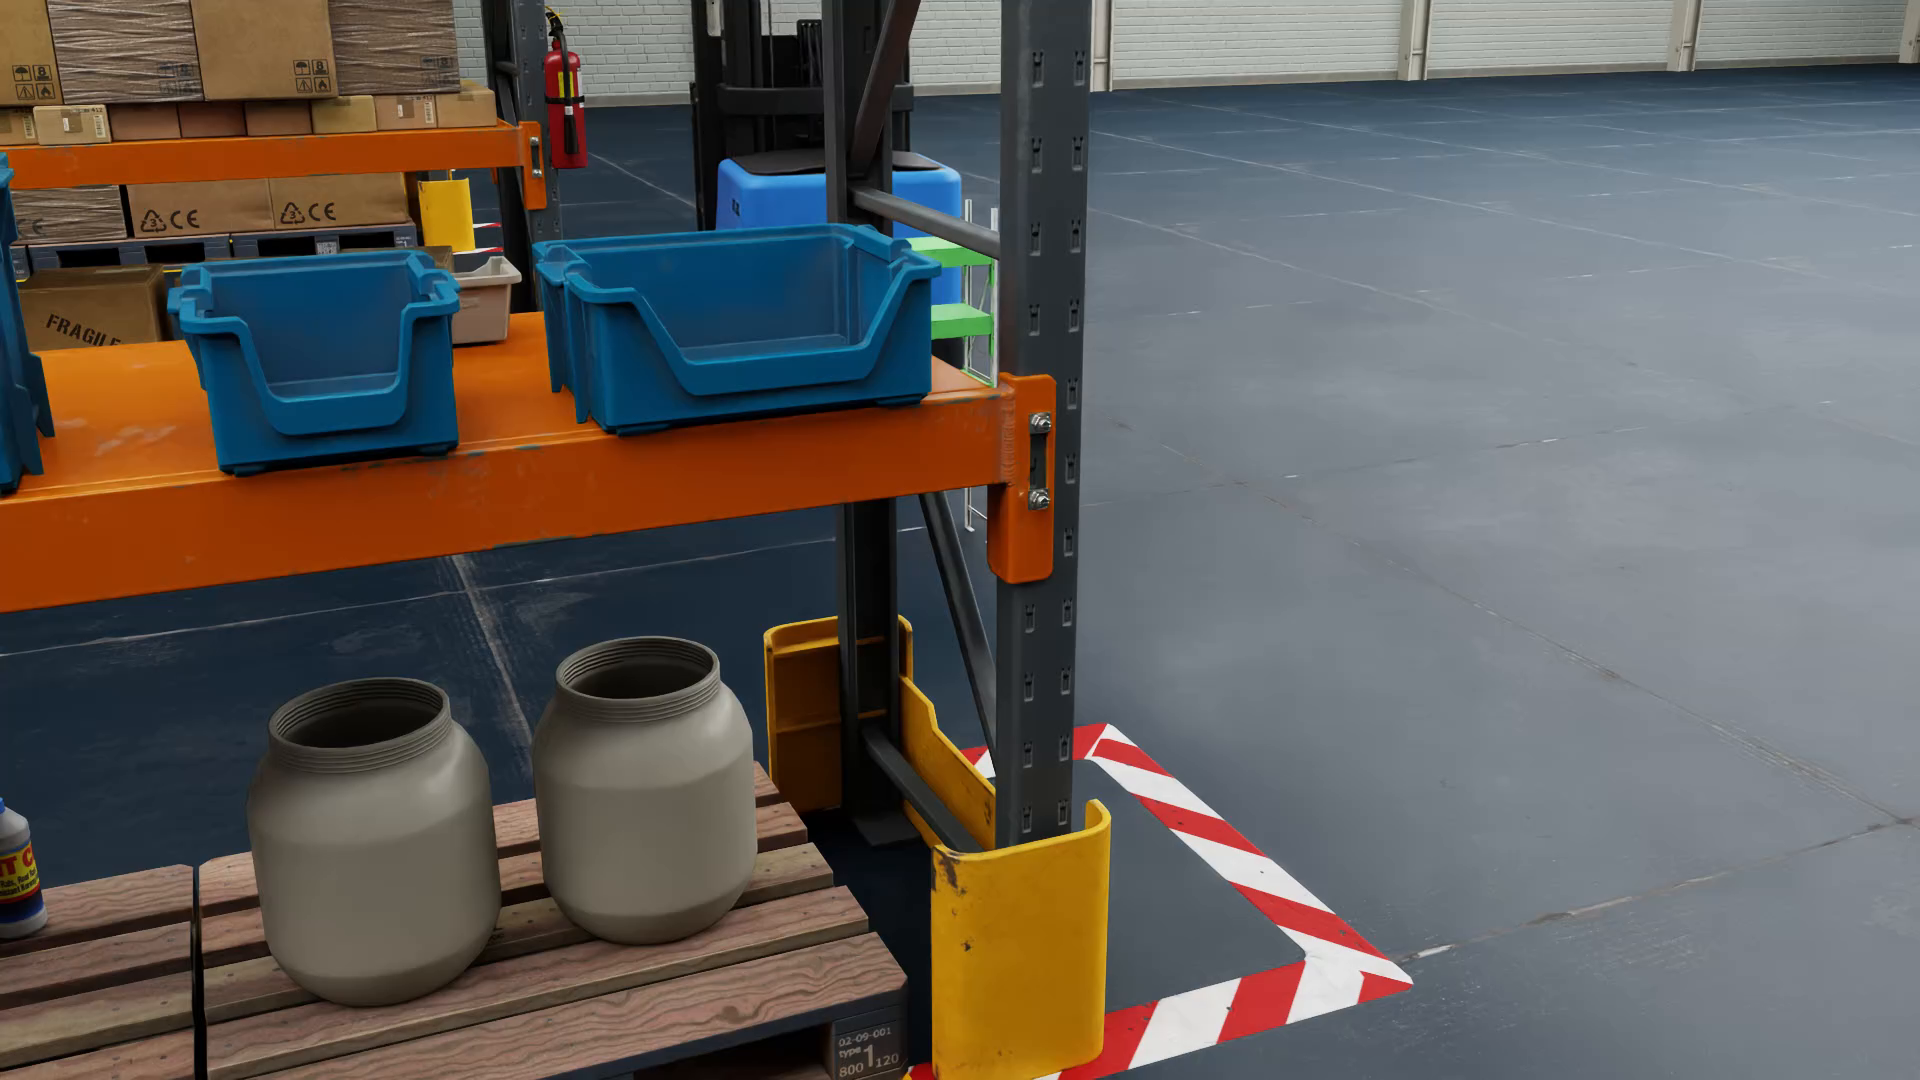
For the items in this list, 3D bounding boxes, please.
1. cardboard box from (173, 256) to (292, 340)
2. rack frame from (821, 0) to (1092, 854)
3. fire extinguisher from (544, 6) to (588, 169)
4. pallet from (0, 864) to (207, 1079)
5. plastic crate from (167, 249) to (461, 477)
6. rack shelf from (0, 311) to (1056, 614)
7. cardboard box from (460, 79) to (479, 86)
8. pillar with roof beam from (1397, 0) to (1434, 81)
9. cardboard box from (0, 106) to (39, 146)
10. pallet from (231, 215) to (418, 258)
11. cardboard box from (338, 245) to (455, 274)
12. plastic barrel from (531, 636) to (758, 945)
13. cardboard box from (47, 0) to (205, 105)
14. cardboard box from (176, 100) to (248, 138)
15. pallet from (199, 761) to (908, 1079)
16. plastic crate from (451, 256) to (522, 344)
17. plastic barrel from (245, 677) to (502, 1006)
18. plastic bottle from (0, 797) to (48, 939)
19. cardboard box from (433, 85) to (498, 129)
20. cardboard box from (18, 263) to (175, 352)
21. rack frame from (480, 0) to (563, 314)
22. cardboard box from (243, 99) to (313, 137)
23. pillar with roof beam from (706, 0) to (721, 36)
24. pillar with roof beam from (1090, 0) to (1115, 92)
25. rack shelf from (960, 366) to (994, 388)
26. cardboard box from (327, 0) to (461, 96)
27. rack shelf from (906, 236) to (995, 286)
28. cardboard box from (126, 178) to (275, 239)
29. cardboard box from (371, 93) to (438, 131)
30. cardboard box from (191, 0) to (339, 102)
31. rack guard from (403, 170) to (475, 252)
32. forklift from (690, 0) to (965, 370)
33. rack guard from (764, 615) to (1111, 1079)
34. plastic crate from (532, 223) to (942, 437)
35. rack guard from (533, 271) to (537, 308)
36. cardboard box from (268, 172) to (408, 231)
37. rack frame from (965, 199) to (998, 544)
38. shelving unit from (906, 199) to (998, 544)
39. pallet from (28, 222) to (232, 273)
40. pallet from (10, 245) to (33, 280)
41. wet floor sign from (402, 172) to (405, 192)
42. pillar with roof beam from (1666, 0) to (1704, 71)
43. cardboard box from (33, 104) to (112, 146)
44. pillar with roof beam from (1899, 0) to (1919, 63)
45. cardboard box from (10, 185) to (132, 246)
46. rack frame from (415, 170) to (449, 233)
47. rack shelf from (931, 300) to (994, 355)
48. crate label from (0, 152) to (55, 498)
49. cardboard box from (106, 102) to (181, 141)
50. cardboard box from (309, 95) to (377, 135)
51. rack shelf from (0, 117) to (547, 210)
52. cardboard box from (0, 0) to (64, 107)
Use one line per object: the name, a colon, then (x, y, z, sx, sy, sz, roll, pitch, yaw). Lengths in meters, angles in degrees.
cardboard box: (-3.116, -0.965, 7.378, 0.500, 0.500, 0.500, -3, 20, -8)
rack frame: (-0.039, -0.602, 3.215, 0.127, 3.000, 1.000, -8, 21, -22)
fire extinguisher: (-1.713, -1.950, 7.161, 0.183, 0.674, 0.296, -8, 21, -22)
pallet: (-1.957, 1.002, 2.858, 1.213, 0.211, 1.003, -8, 21, -22)
plastic crate: (-0.979, -0.291, 2.556, 0.408, 0.251, 0.499, -8, 21, -22)
rack shelf: (-1.876, 0.000, 2.587, 4.000, 0.370, 1.077, -8, 21, -22)
cardboard box: (-2.357, -2.029, 7.646, 0.250, 0.149, 0.380, -8, 21, -22)
pillar with roof beam: (9.341, -10.716, 22.906, 0.400, 9.000, 9.100, -8, 21, -22)
cardboard box: (-3.774, -1.652, 6.577, 0.250, 0.149, 0.380, -8, 21, -22)
pallet: (-4.576, -2.194, 11.935, 1.213, 0.211, 1.003, -8, 21, -22)
cardboard box: (-2.581, -1.054, 7.631, 0.500, 0.500, 0.500, -4, 20, -12)
plastic barrel: (-0.613, 0.483, 3.246, 0.421, 0.512, 0.421, 0, 19, 0)
cardboard box: (-3.405, -2.081, 6.817, 0.500, 0.500, 0.875, -8, 21, -22)
cardboard box: (-3.102, -1.764, 6.893, 0.250, 0.149, 0.380, -8, 21, -22)
pallet: (-0.838, 0.843, 3.310, 1.213, 0.211, 1.003, -8, 21, -22)
plastic crate: (-0.988, -0.458, 3.203, 0.250, 0.136, 0.298, -8, 21, -22)
plastic barrel: (-1.073, 0.549, 3.059, 0.421, 0.512, 0.421, 0, 19, 0)
plastic bottle: (-1.827, 0.621, 3.188, 0.097, 0.271, 0.097, 0, 19, 0)
cardboard box: (-2.181, -1.893, 7.261, 0.250, 0.149, 0.380, -8, 21, -22)
cardboard box: (-3.699, -0.889, 7.161, 0.500, 0.500, 0.500, -6, 20, -17)
rack frame: (-2.001, -2.112, 7.505, 0.127, 3.000, 1.000, -8, 21, -22)
cardboard box: (-2.856, -1.784, 6.950, 0.250, 0.149, 0.380, -8, 21, -22)
pillar with roof beam: (-1.678, -9.137, 18.423, 0.400, 9.000, 9.100, -8, 21, -22)
pillar with roof beam: (3.831, -9.926, 20.664, 0.400, 9.000, 9.100, -8, 21, -22)
rack shelf: (-0.152, -0.484, 5.782, 0.480, 0.148, 0.258, -8, 21, -22)
cardboard box: (-2.517, -2.236, 7.257, 0.500, 0.500, 0.875, -8, 21, -22)
rack shelf: (-0.152, -0.937, 5.623, 0.480, 0.148, 0.258, -8, 21, -22)
cardboard box: (-5.276, -2.608, 11.480, 0.875, 0.875, 0.875, -9, 21, -23)
cardboard box: (-2.411, -1.861, 7.168, 0.250, 0.149, 0.380, -8, 21, -22)
cardboard box: (-2.929, -2.133, 6.966, 0.500, 0.500, 0.875, -8, 21, -22)
rack guard: (-3.851, -2.462, 12.262, 0.348, 0.500, 1.175, -8, 21, -22)
forklift: (-0.861, -2.477, 8.643, 1.130, 2.935, 3.031, -5, 20, -14)
rack guard: (-0.090, 0.601, 3.561, 0.348, 0.500, 1.175, -8, 21, -22)
plastic crate: (-0.380, -0.375, 2.794, 0.616, 0.251, 0.499, -8, 21, -22)
rack guard: (-2.071, -0.923, 7.892, 0.348, 0.500, 1.175, -8, 21, -22)
cardboard box: (-4.469, -2.725, 11.811, 0.875, 0.875, 0.875, -8, 21, -22)
rack frame: (0.072, -0.576, 5.852, 0.015, 1.200, 0.240, -8, 21, -22)
shelving unit: (-0.152, -0.544, 5.761, 0.503, 1.200, 0.258, -8, 21, -22)
pallet: (-5.695, -2.035, 11.483, 1.213, 0.211, 1.003, -8, 21, -22)
pallet: (-6.817, -1.873, 11.023, 1.213, 0.211, 1.003, -8, 21, -22)
wet floor sign: (-4.631, -3.135, 13.955, 0.232, 0.644, 0.267, -12, 23, -31)
pillar with roof beam: (14.850, -11.505, 25.148, 0.400, 9.000, 9.100, -8, 21, -22)
cardboard box: (-3.517, -1.664, 6.610, 0.250, 0.149, 0.380, -8, 21, -22)
pillar with roof beam: (20.359, -12.294, 27.389, 0.400, 9.000, 9.100, -8, 21, -22)
cardboard box: (-6.114, -2.489, 11.141, 0.875, 0.875, 0.875, -8, 21, -22)
rack frame: (-3.873, -3.638, 11.838, 0.127, 3.000, 1.000, -8, 21, -22)
rack shelf: (-0.152, -0.710, 5.702, 0.480, 0.148, 0.258, -8, 21, -22)
crate label: (-1.622, -0.294, 2.287, 0.616, 0.435, 0.502, -8, 21, -22)
cardboard box: (-3.322, -1.724, 6.780, 0.250, 0.149, 0.380, -8, 21, -22)
cardboard box: (-2.620, -1.812, 7.030, 0.250, 0.149, 0.380, -8, 21, -22)
rack shelf: (-3.837, -1.510, 6.877, 4.000, 0.370, 1.077, -8, 21, -22)
cardboard box: (-3.868, -2.019, 6.640, 0.500, 0.500, 0.875, -8, 21, -22)
